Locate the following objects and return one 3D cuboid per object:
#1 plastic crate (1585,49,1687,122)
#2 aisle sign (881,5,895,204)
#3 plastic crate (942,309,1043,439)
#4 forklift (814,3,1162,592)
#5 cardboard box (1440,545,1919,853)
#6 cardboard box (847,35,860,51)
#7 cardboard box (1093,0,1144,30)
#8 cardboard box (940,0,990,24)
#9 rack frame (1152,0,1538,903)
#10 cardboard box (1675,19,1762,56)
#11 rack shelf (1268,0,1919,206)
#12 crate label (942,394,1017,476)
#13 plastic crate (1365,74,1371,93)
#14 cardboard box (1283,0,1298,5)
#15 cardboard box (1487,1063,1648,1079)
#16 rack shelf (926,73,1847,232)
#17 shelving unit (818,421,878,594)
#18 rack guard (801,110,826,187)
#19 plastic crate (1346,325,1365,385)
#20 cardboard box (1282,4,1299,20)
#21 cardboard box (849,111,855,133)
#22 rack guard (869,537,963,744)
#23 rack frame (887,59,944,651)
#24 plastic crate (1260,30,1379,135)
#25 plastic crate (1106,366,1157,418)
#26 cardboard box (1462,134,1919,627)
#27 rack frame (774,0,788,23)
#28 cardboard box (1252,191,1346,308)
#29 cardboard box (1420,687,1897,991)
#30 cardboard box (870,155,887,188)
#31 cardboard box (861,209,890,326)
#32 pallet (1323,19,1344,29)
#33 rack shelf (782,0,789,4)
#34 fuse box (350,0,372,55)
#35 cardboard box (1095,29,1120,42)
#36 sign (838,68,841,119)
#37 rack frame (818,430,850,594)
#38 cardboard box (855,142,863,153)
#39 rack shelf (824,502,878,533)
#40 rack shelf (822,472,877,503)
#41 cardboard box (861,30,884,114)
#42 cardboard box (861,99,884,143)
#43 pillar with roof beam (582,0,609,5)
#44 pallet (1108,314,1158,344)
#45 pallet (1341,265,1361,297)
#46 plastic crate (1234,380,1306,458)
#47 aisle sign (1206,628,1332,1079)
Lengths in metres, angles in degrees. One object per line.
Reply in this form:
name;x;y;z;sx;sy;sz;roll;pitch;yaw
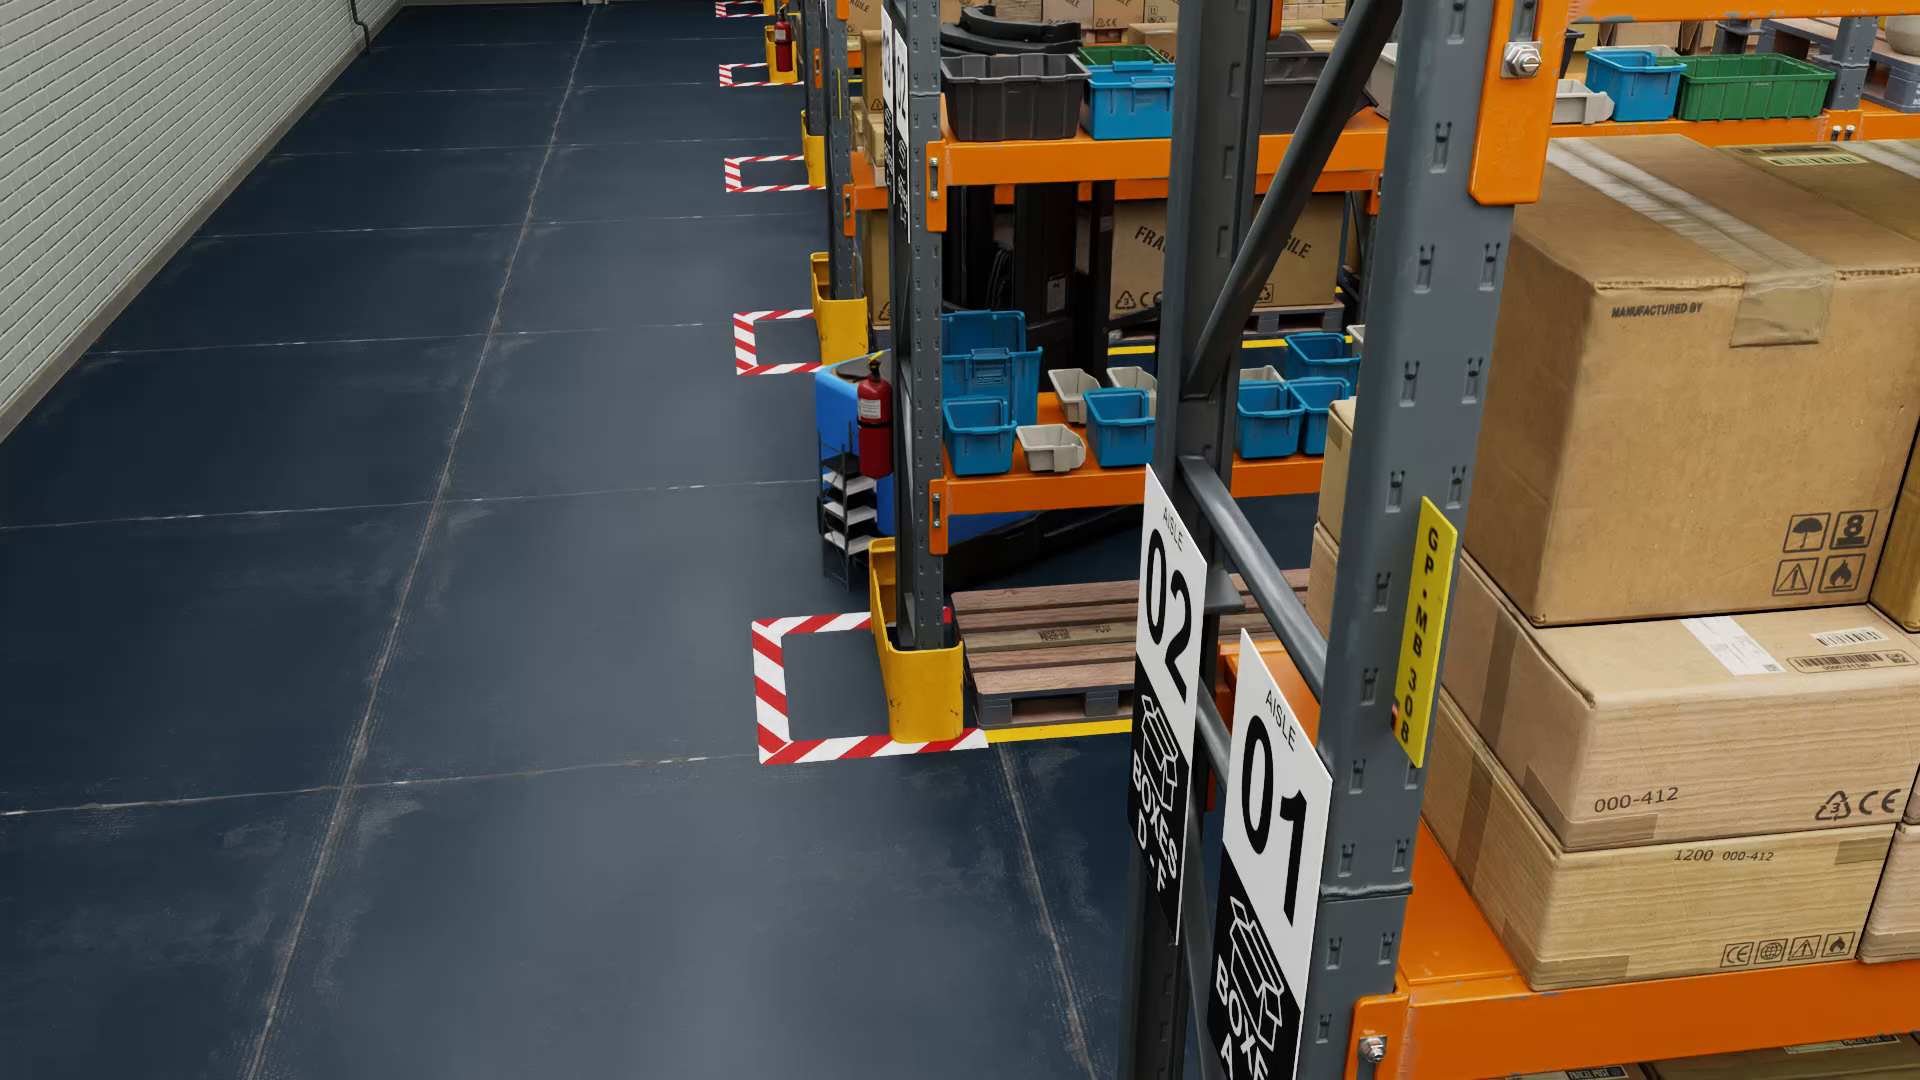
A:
plastic crate;2.896;-1.961;7.183;0.300;0.233;0.416;-4;27;-7
aisle sign;-0.320;-1.933;7.383;0.004;0.787;0.394;-4;27;-7
plastic crate;0.098;-0.796;7.912;0.499;0.435;0.616;-4;27;-7
forklift;0.637;-1.554;9.568;3.031;2.935;1.130;-20;33;-34
cardboard box;1.024;0.186;2.433;0.500;0.250;0.500;-4;27;-7
cardboard box;-1.122;-4.897;16.283;0.250;0.149;0.380;-4;27;-8
cardboard box;1.518;-5.376;16.507;0.500;0.500;0.500;-4;27;-9
cardboard box;0.008;-5.287;16.334;0.500;0.500;0.500;-3;27;-6
rack frame;0.479;-1.078;1.994;0.127;3.000;1.000;-4;27;-7
cardboard box;5.652;-3.808;12.677;0.637;0.503;0.797;-3;27;-6
rack shelf;2.459;-0.884;2.406;4.000;0.370;1.077;-4;27;-7
crate label;0.083;-0.467;7.493;0.303;0.233;0.416;-4;27;-7
plastic crate;1.804;-2.109;7.578;0.530;0.136;0.437;-4;27;-7
cardboard box;3.183;-5.432;16.541;0.250;0.149;0.380;-4;27;-8
cardboard box;0.955;1.193;2.935;0.500;0.500;0.500;-3;27;-6
rack shelf;1.773;-1.790;7.455;4.000;0.370;1.077;-4;27;-7
shelving unit;-0.608;-0.175;9.105;0.210;0.900;0.258;-20;33;-34
rack guard;-1.413;-4.029;17.054;0.348;0.500;1.175;-4;27;-7
plastic crate;2.216;-0.863;8.210;0.530;0.282;0.437;-4;27;-7
cardboard box;3.200;-5.303;16.614;0.250;0.149;0.380;-3;27;-6
cardboard box;-1.006;-4.349;17.278;0.250;0.149;0.380;-4;27;-8
rack guard;-0.230;0.471;8.284;0.348;0.500;1.175;-4;27;-7
rack frame;-0.208;-0.648;7.728;0.127;3.000;1.000;-4;27;-7
plastic crate;1.343;-1.928;7.004;0.767;0.338;0.504;-4;27;-7
plastic crate;0.864;-0.703;8.058;0.243;0.136;0.396;-4;27;-7
cardboard box;0.985;-0.273;2.505;0.500;0.500;0.700;-4;27;-7
rack frame;-2.278;-7.367;20.822;0.127;3.000;1.000;-4;27;-7
cardboard box;2.399;-2.377;12.965;0.875;0.875;0.875;-4;27;-7
cardboard box;1.023;0.406;2.552;0.500;0.250;0.500;-4;27;-7
cardboard box;-0.500;-2.649;11.902;0.250;0.149;0.380;-3;27;-7
cardboard box;-0.275;-2.206;12.630;0.875;0.875;0.875;-4;27;-7
pallet;3.249;-5.288;16.980;1.213;0.211;1.003;-4;27;-7
rack shelf;-0.298;-7.174;21.235;4.000;0.370;1.077;-4;27;-7
fuse box;-8.007;-7.384;22.266;0.414;1.711;0.539;-4;27;-7
cardboard box;1.444;-5.114;16.705;0.250;0.149;0.380;-4;27;-9
sign;-0.826;-3.056;11.386;0.005;0.325;0.100;-4;27;-7
rack frame;-0.687;-0.145;9.048;0.006;0.900;0.240;-20;33;-34
cardboard box;-0.925;-3.943;16.812;0.250;0.149;0.380;-3;27;-6
rack shelf;-0.608;-0.145;9.120;0.200;0.077;0.258;-20;33;-34
rack shelf;-0.608;-0.305;9.038;0.200;0.077;0.258;-20;33;-34
cardboard box;-0.452;-3.436;12.178;0.500;0.500;0.500;-3;27;-6
cardboard box;-0.455;-3.104;12.352;0.500;0.250;0.500;-4;27;-8
pillar with roof beam;-5.169;-10.570;20.493;0.400;9.000;9.100;-4;27;-7
pallet;1.089;-1.809;13.044;1.213;0.211;1.003;-4;27;-7
pallet;3.817;-1.984;13.386;1.213;0.211;1.003;-4;27;-7
plastic crate;1.386;-0.551;7.656;0.300;0.233;0.416;-4;27;-7
aisle sign;0.452;0.572;2.502;0.004;0.787;0.394;-4;27;-7
